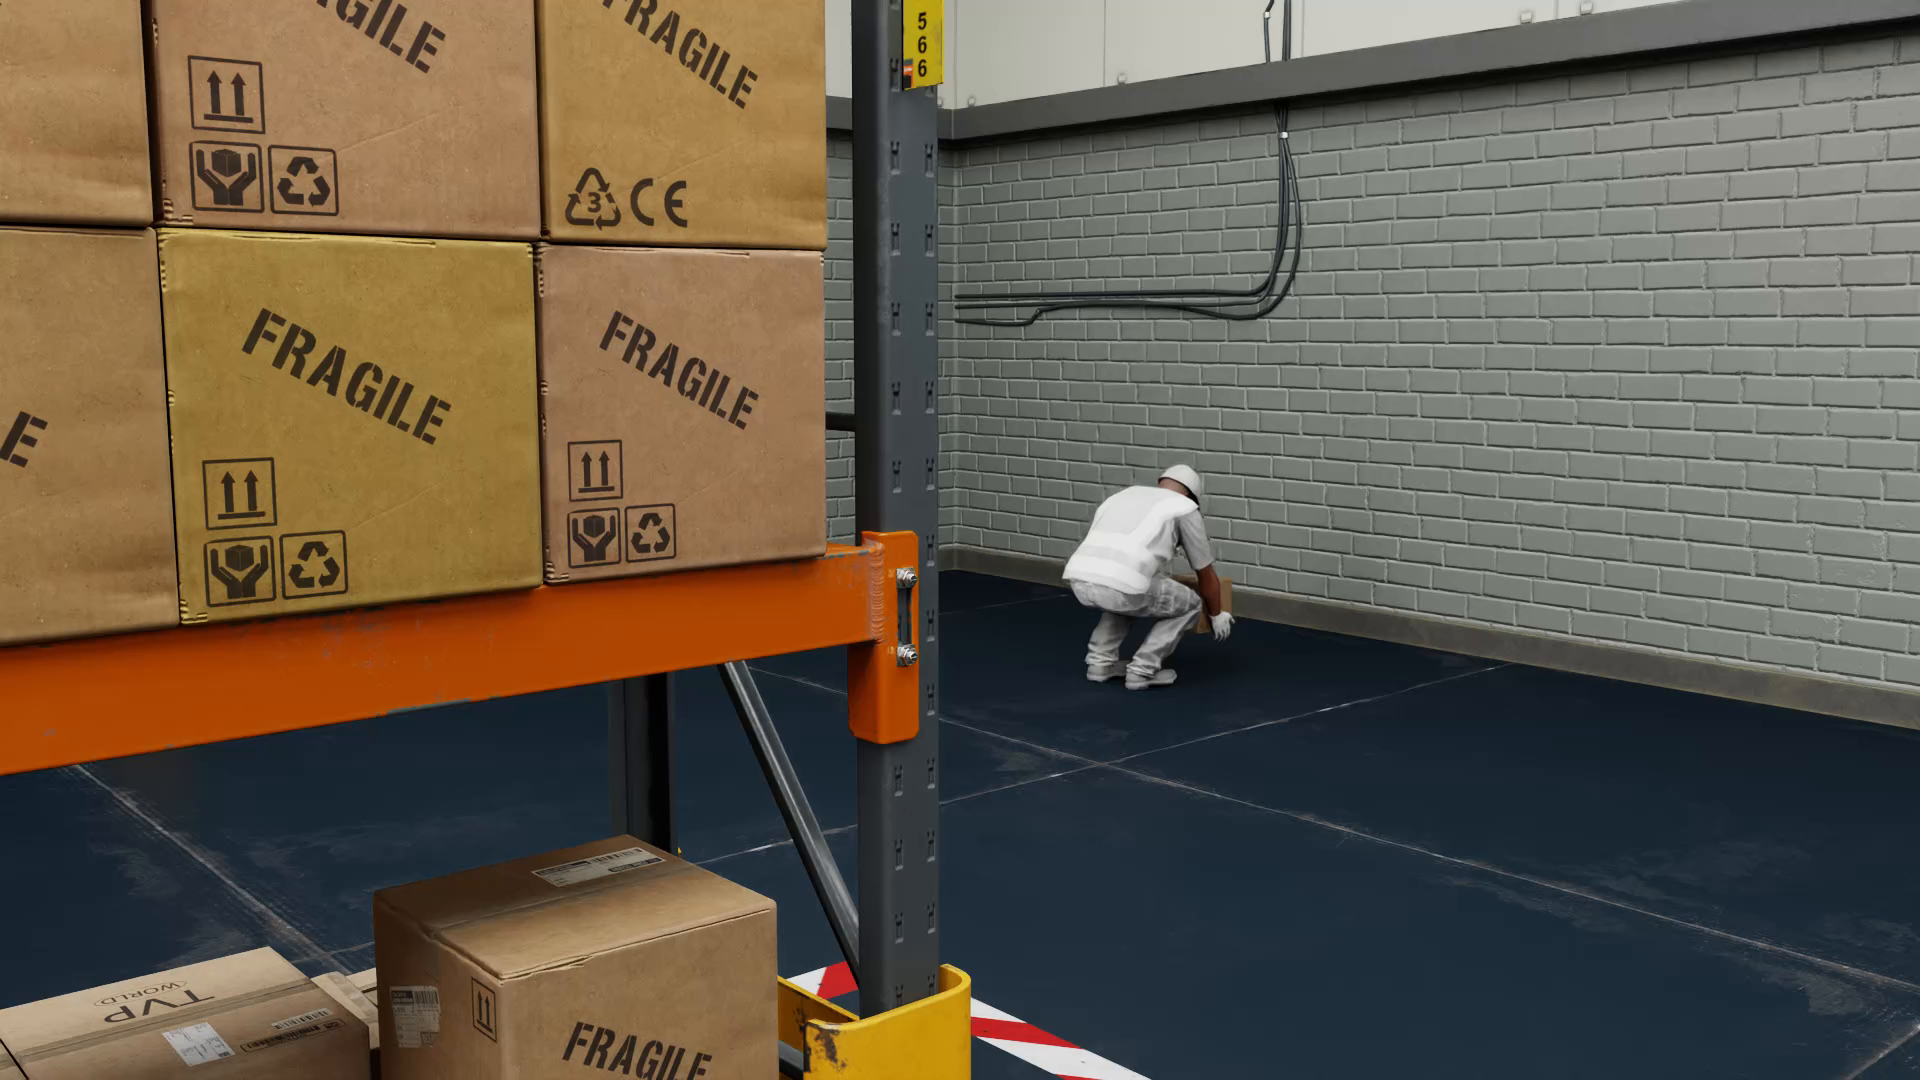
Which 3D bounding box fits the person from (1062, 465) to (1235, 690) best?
[{"bbox_3d":[0.877,0.163,7.978,0.912,1.014,0.578,-6,10,-41],"label":"person"}]
